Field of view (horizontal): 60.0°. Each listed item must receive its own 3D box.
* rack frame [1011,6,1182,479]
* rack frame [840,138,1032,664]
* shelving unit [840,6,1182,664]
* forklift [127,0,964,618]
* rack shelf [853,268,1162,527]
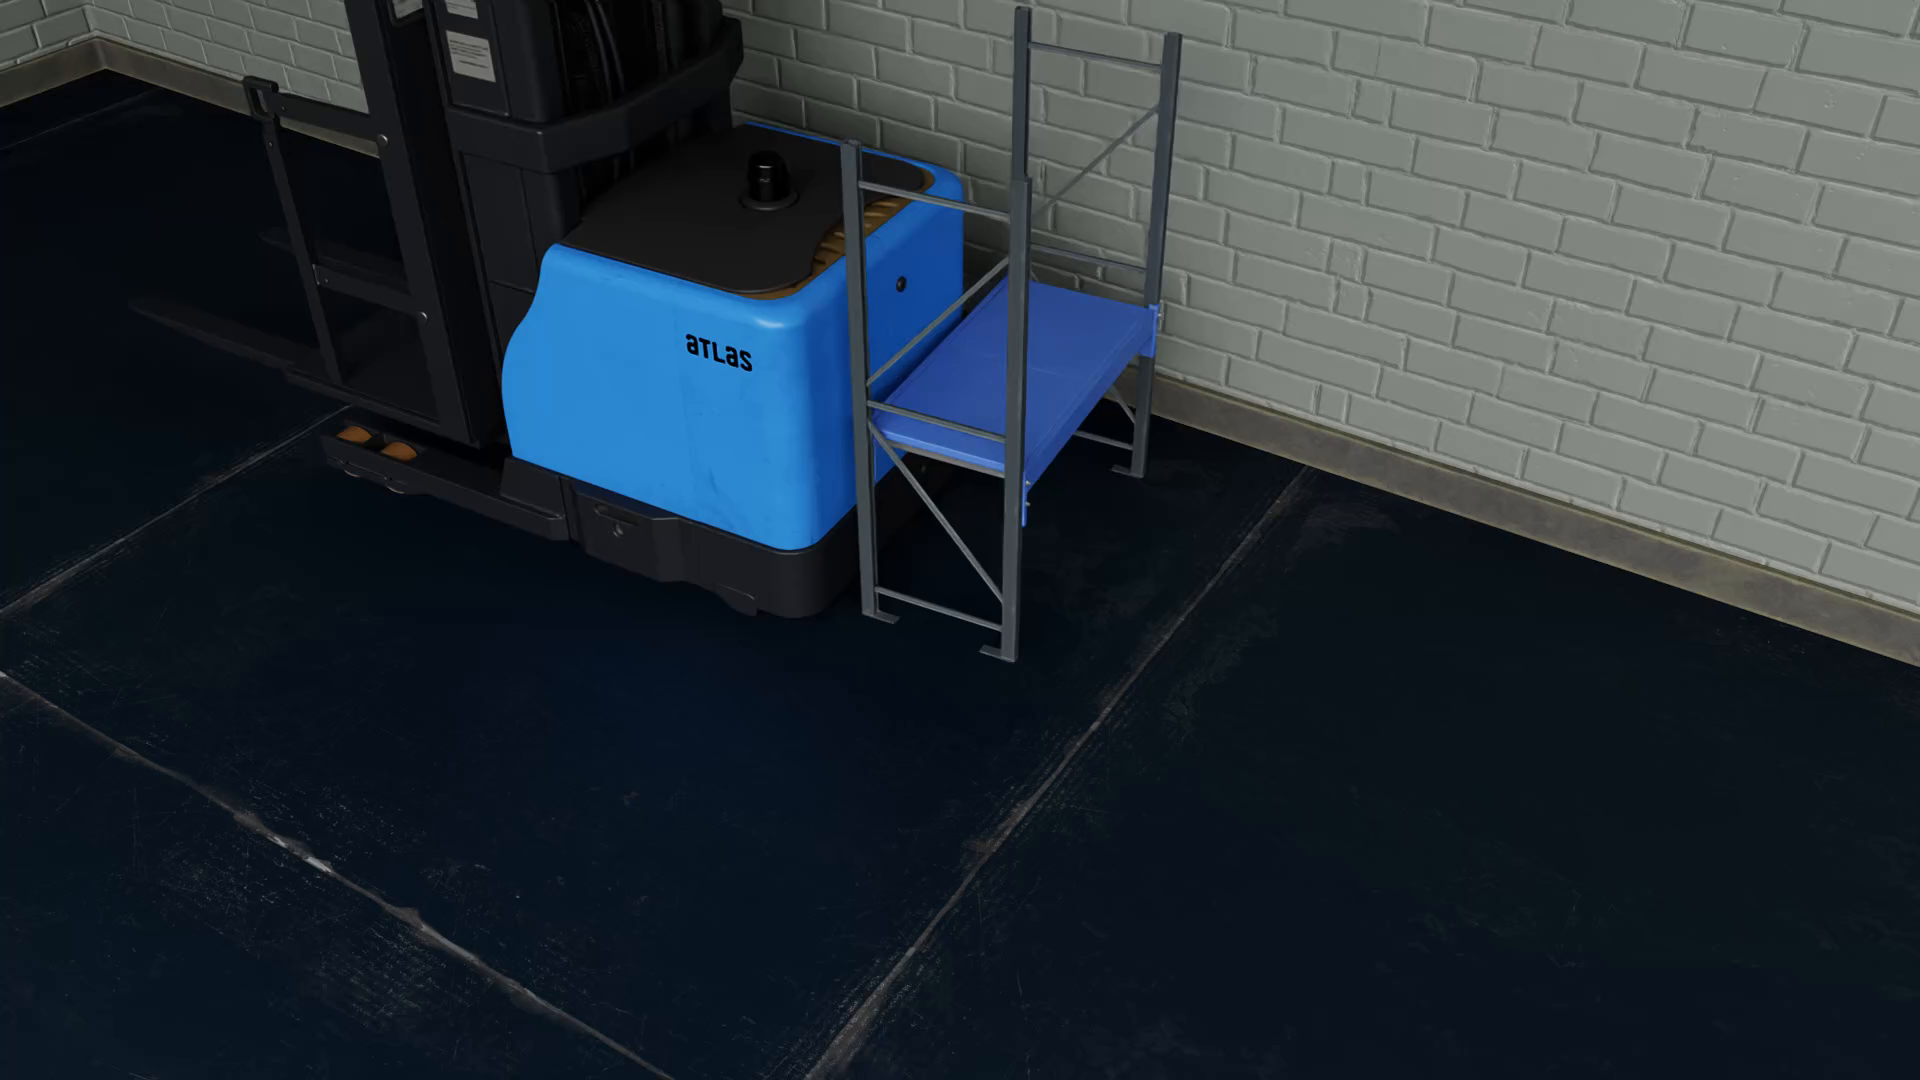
[{"bbox_3d":[0.387,-0.871,5.151,0.500,1.500,0.032,17,41,20],"label":"rack frame"},{"bbox_3d":[-0.061,-0.313,4.428,0.500,1.500,0.032,17,41,20],"label":"rack frame"},{"bbox_3d":[0.163,-0.592,4.789,0.538,1.500,1.048,17,41,20],"label":"shelving unit"},{"bbox_3d":[-1.517,-1.576,4.894,3.031,2.935,1.130,18,41,22],"label":"forklift"},{"bbox_3d":[0.163,-0.450,4.899,0.538,0.185,1.000,17,41,20],"label":"rack shelf"}]
